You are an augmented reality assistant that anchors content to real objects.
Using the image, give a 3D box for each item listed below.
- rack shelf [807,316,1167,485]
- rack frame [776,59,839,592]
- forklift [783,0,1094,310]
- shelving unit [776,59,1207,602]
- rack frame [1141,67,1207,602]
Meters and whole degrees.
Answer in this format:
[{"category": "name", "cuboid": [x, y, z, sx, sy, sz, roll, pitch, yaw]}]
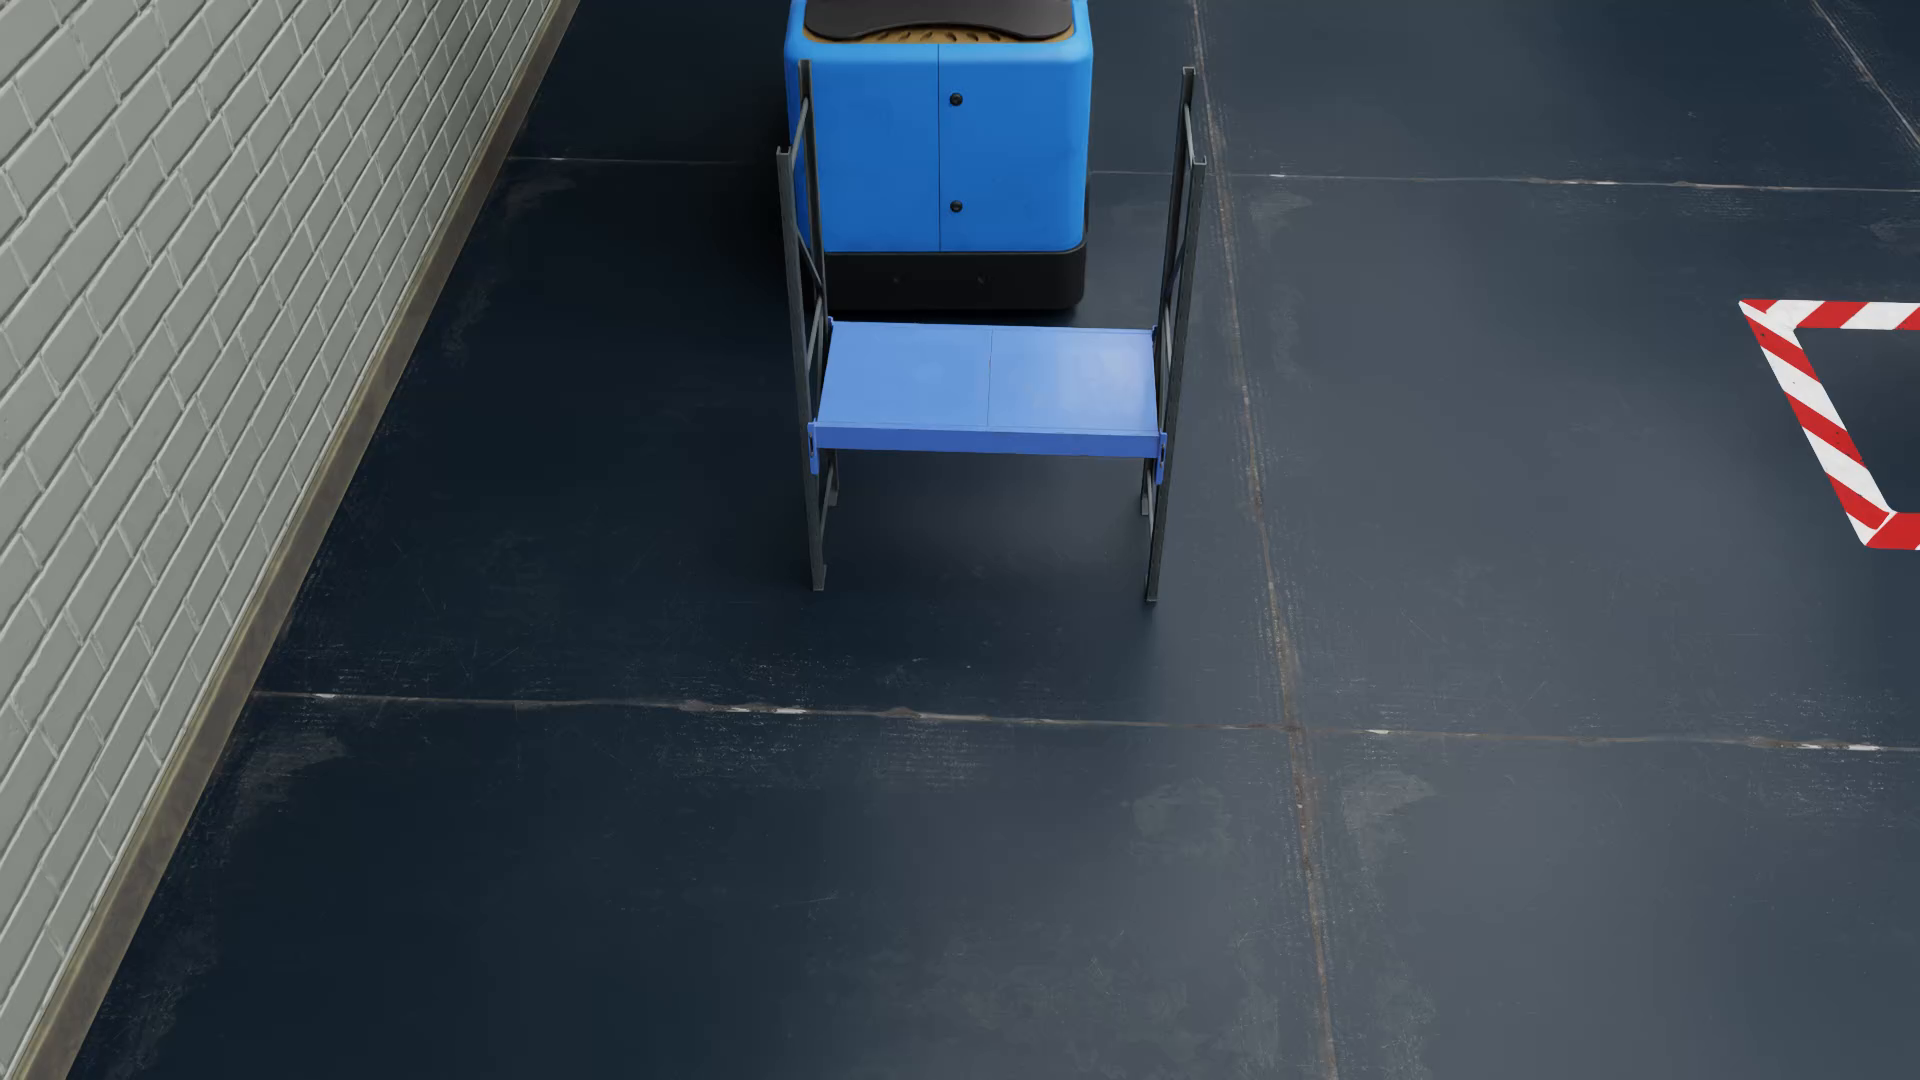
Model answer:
[{"category": "rack shelf", "cuboid": [0.085, -0.415, 4.859, 1.000, 0.185, 0.538, 2, 43, 2]}, {"category": "rack frame", "cuboid": [-0.423, -0.562, 4.753, 0.032, 1.500, 0.500, 2, 43, 2]}, {"category": "forklift", "cuboid": [-0.078, -2.887, 6.199, 1.130, 2.935, 3.031, 0, 43, 0]}, {"category": "shelving unit", "cuboid": [0.085, -0.546, 4.736, 1.048, 1.500, 0.538, 2, 43, 2]}, {"category": "rack frame", "cuboid": [0.593, -0.531, 4.719, 0.032, 1.500, 0.500, 2, 43, 2]}]
